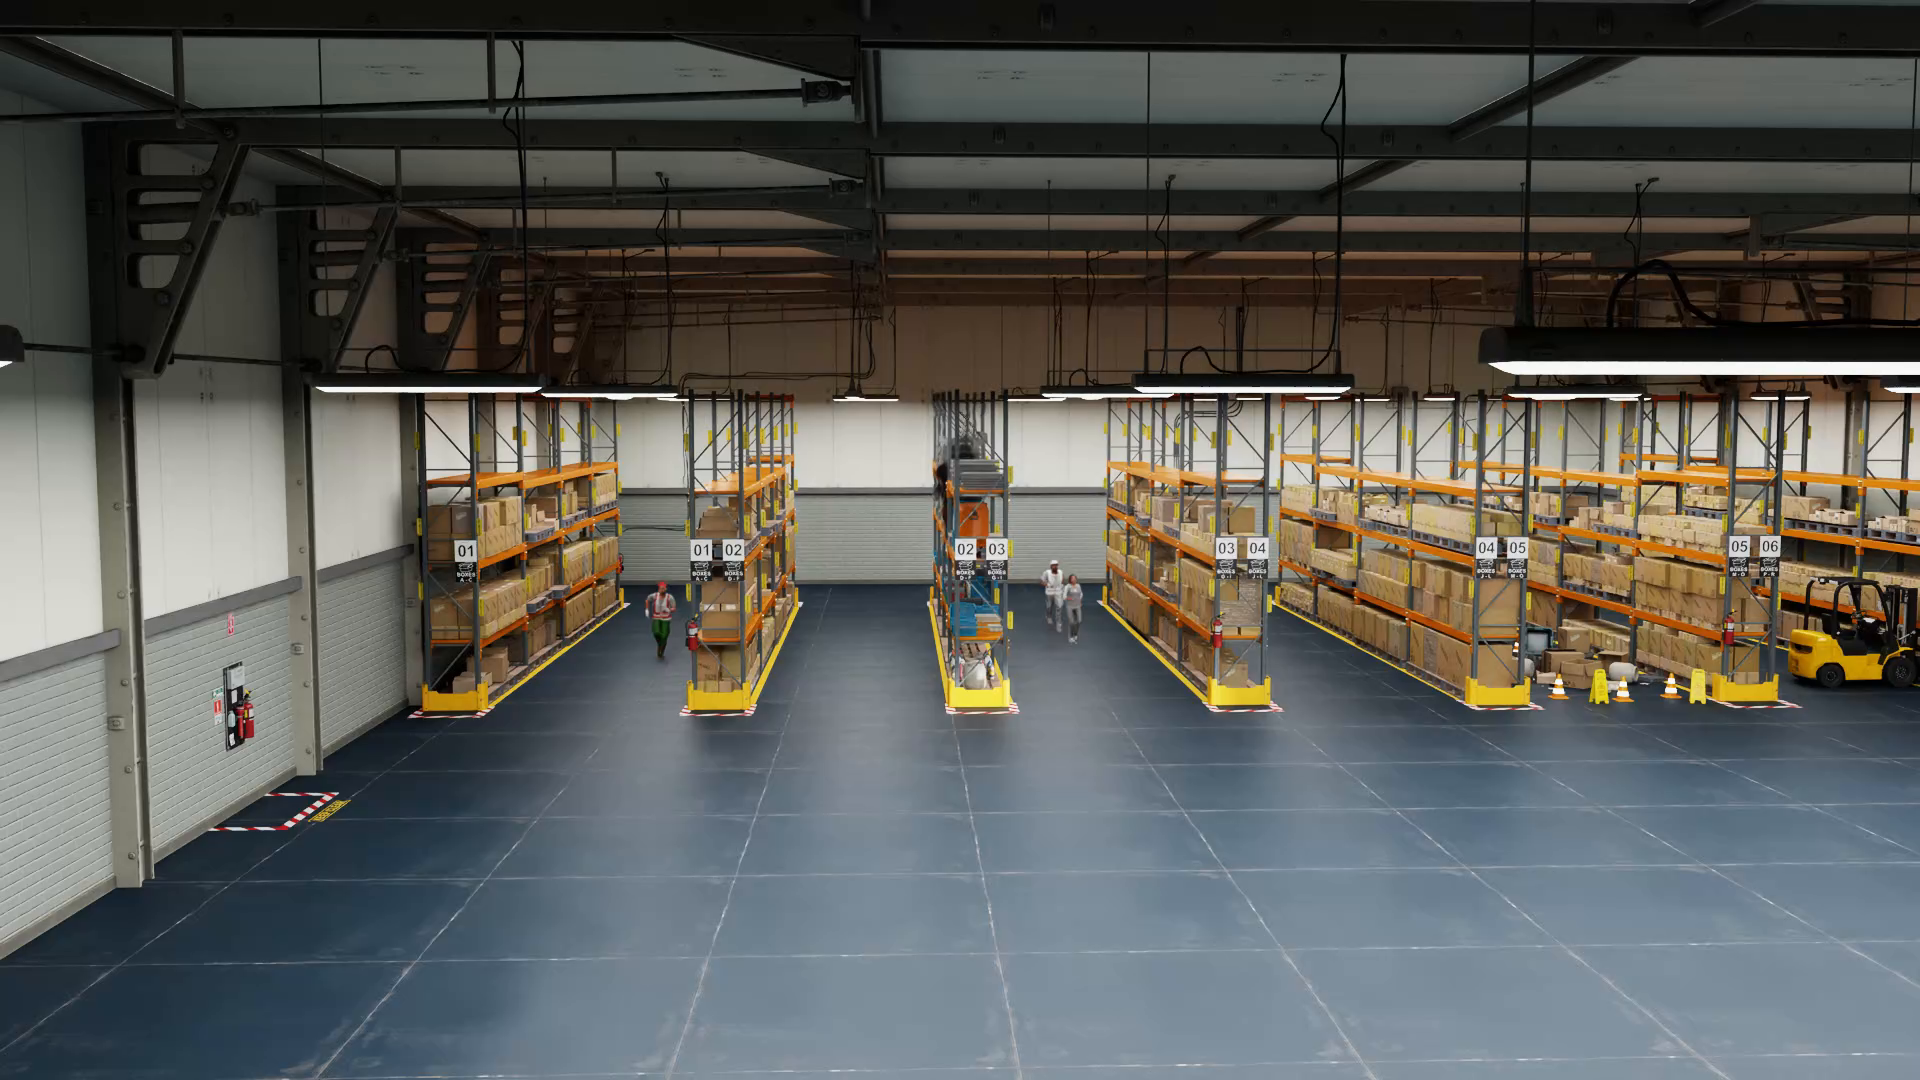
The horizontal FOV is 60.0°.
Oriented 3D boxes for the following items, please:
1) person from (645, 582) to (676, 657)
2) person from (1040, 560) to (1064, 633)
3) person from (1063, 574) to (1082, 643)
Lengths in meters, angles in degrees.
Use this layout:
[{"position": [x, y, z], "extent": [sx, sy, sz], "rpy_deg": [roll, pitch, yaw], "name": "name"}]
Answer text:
[{"position": [-6.717, 1.799, 37.296], "extent": [0.707, 1.727, 0.740], "rpy_deg": [0, 5, -4], "name": "person"}, {"position": [2.340, 1.406, 42.160], "extent": [0.633, 1.820, 1.076], "rpy_deg": [0, 5, -4], "name": "person"}, {"position": [2.607, 1.571, 37.906], "extent": [0.521, 1.598, 0.573], "rpy_deg": [-1, 5, -15], "name": "person"}]
